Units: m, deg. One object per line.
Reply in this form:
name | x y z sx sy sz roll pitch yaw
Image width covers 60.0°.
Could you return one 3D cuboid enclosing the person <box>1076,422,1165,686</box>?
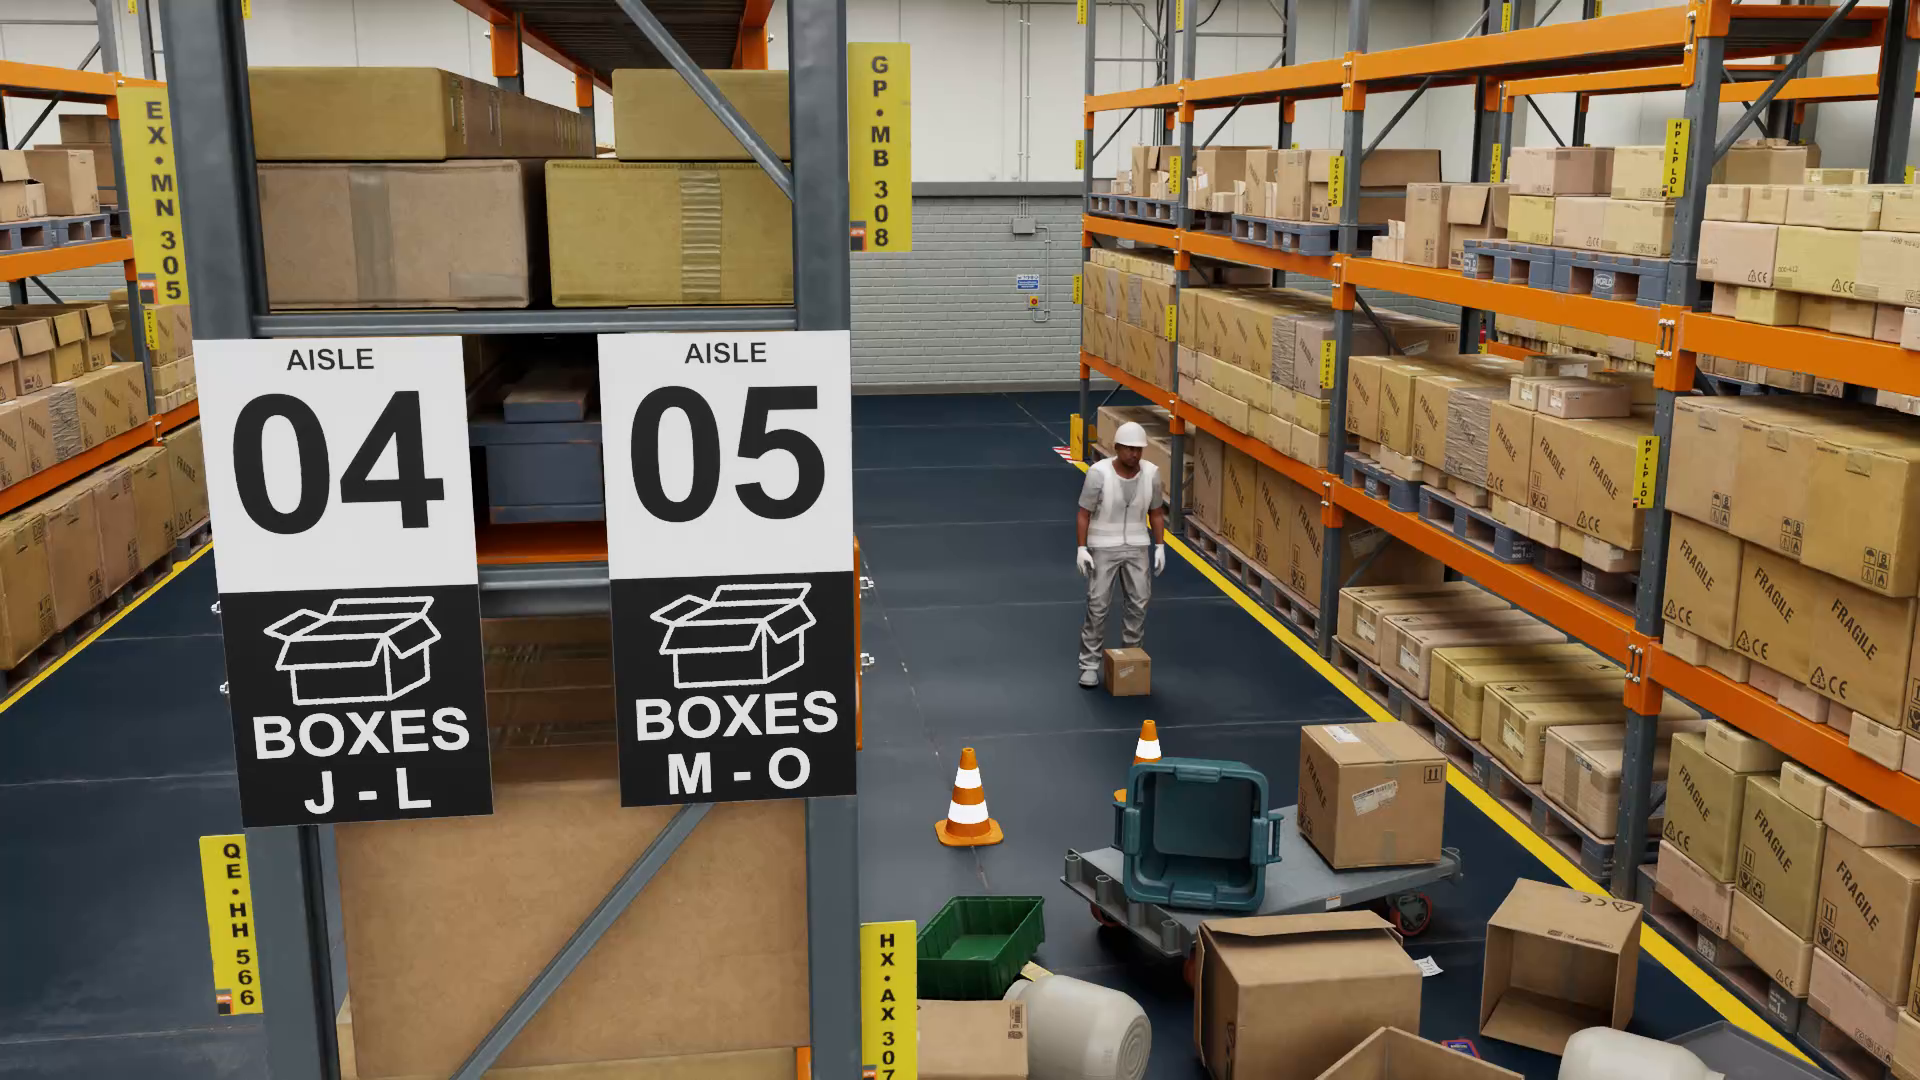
person | 1.075 0.084 11.097 0.625 1.773 0.452 -3 13 -12
